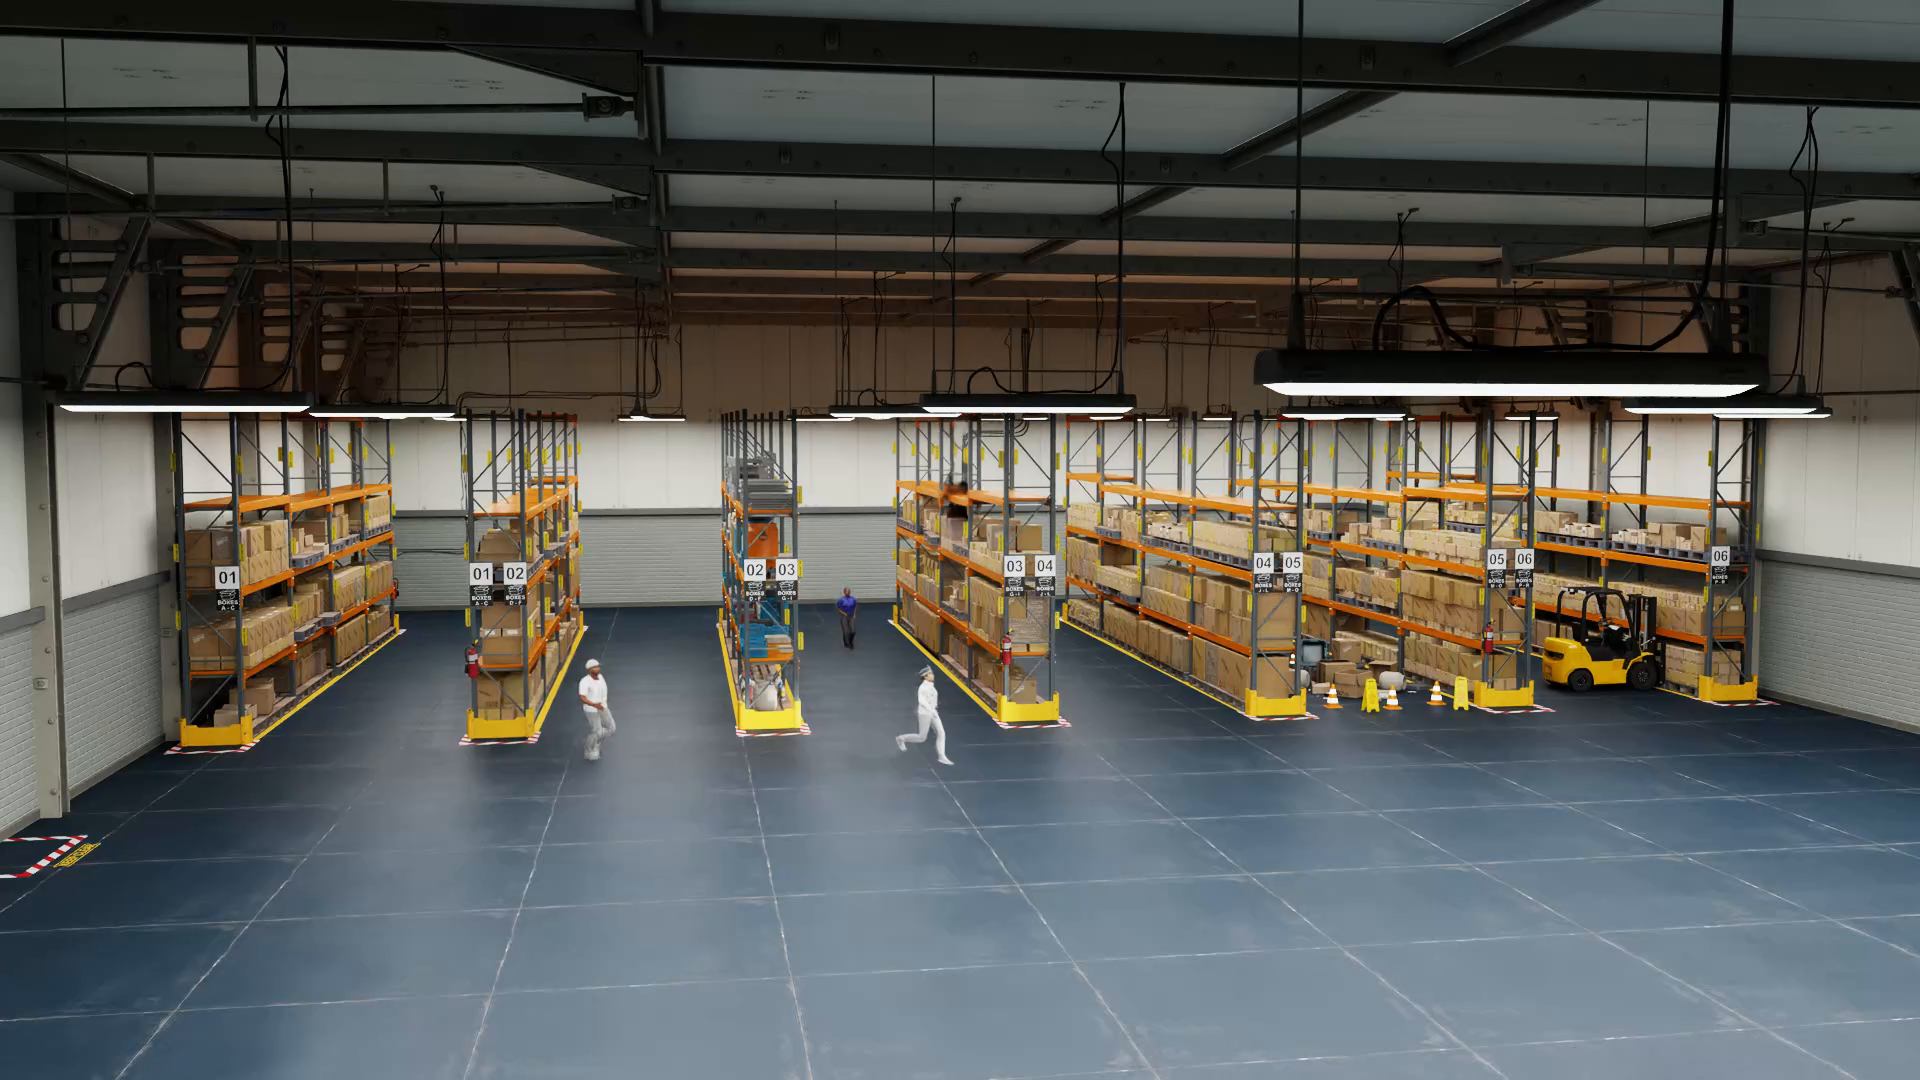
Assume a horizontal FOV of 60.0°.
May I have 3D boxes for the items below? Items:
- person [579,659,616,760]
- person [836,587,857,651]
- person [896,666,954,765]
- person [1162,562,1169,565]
[{"bbox_3d":[-6.174,2.882,28.328,0.558,1.721,0.712,2,4,25],"label":"person"},{"bbox_3d":[-2.824,1.998,41.837,0.571,1.606,0.576,-1,4,-14],"label":"person"},{"bbox_3d":[-0.588,2.955,28.055,0.993,1.691,0.596,1,4,18],"label":"person"},{"bbox_3d":[5.817,1.527,46.977,0.691,1.789,1.045,-2,4,-22],"label":"person"}]
